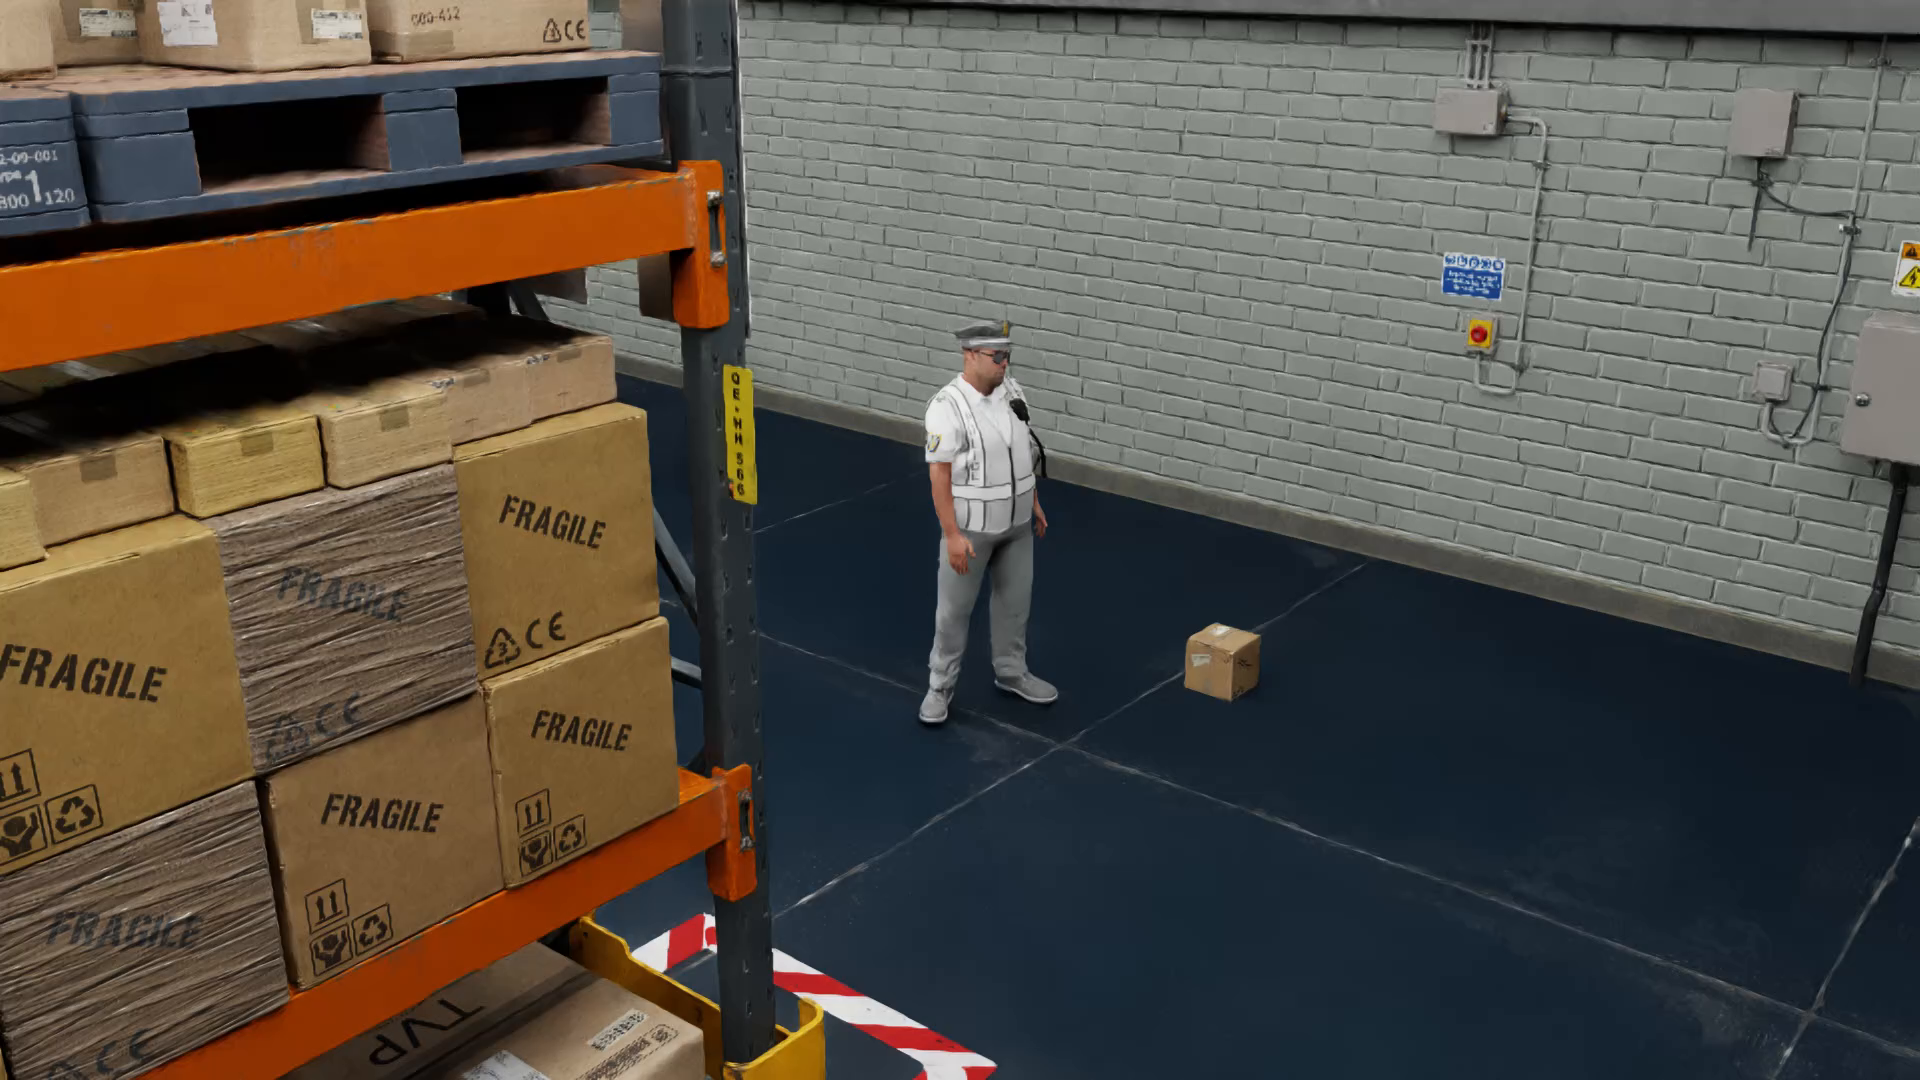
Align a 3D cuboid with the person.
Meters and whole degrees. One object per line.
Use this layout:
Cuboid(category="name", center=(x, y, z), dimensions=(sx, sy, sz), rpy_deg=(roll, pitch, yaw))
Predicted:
Cuboid(category="person", center=(0.108, -0.090, 7.228), dimensions=(0.691, 1.770, 0.398), rpy_deg=(-15, 25, -35))
